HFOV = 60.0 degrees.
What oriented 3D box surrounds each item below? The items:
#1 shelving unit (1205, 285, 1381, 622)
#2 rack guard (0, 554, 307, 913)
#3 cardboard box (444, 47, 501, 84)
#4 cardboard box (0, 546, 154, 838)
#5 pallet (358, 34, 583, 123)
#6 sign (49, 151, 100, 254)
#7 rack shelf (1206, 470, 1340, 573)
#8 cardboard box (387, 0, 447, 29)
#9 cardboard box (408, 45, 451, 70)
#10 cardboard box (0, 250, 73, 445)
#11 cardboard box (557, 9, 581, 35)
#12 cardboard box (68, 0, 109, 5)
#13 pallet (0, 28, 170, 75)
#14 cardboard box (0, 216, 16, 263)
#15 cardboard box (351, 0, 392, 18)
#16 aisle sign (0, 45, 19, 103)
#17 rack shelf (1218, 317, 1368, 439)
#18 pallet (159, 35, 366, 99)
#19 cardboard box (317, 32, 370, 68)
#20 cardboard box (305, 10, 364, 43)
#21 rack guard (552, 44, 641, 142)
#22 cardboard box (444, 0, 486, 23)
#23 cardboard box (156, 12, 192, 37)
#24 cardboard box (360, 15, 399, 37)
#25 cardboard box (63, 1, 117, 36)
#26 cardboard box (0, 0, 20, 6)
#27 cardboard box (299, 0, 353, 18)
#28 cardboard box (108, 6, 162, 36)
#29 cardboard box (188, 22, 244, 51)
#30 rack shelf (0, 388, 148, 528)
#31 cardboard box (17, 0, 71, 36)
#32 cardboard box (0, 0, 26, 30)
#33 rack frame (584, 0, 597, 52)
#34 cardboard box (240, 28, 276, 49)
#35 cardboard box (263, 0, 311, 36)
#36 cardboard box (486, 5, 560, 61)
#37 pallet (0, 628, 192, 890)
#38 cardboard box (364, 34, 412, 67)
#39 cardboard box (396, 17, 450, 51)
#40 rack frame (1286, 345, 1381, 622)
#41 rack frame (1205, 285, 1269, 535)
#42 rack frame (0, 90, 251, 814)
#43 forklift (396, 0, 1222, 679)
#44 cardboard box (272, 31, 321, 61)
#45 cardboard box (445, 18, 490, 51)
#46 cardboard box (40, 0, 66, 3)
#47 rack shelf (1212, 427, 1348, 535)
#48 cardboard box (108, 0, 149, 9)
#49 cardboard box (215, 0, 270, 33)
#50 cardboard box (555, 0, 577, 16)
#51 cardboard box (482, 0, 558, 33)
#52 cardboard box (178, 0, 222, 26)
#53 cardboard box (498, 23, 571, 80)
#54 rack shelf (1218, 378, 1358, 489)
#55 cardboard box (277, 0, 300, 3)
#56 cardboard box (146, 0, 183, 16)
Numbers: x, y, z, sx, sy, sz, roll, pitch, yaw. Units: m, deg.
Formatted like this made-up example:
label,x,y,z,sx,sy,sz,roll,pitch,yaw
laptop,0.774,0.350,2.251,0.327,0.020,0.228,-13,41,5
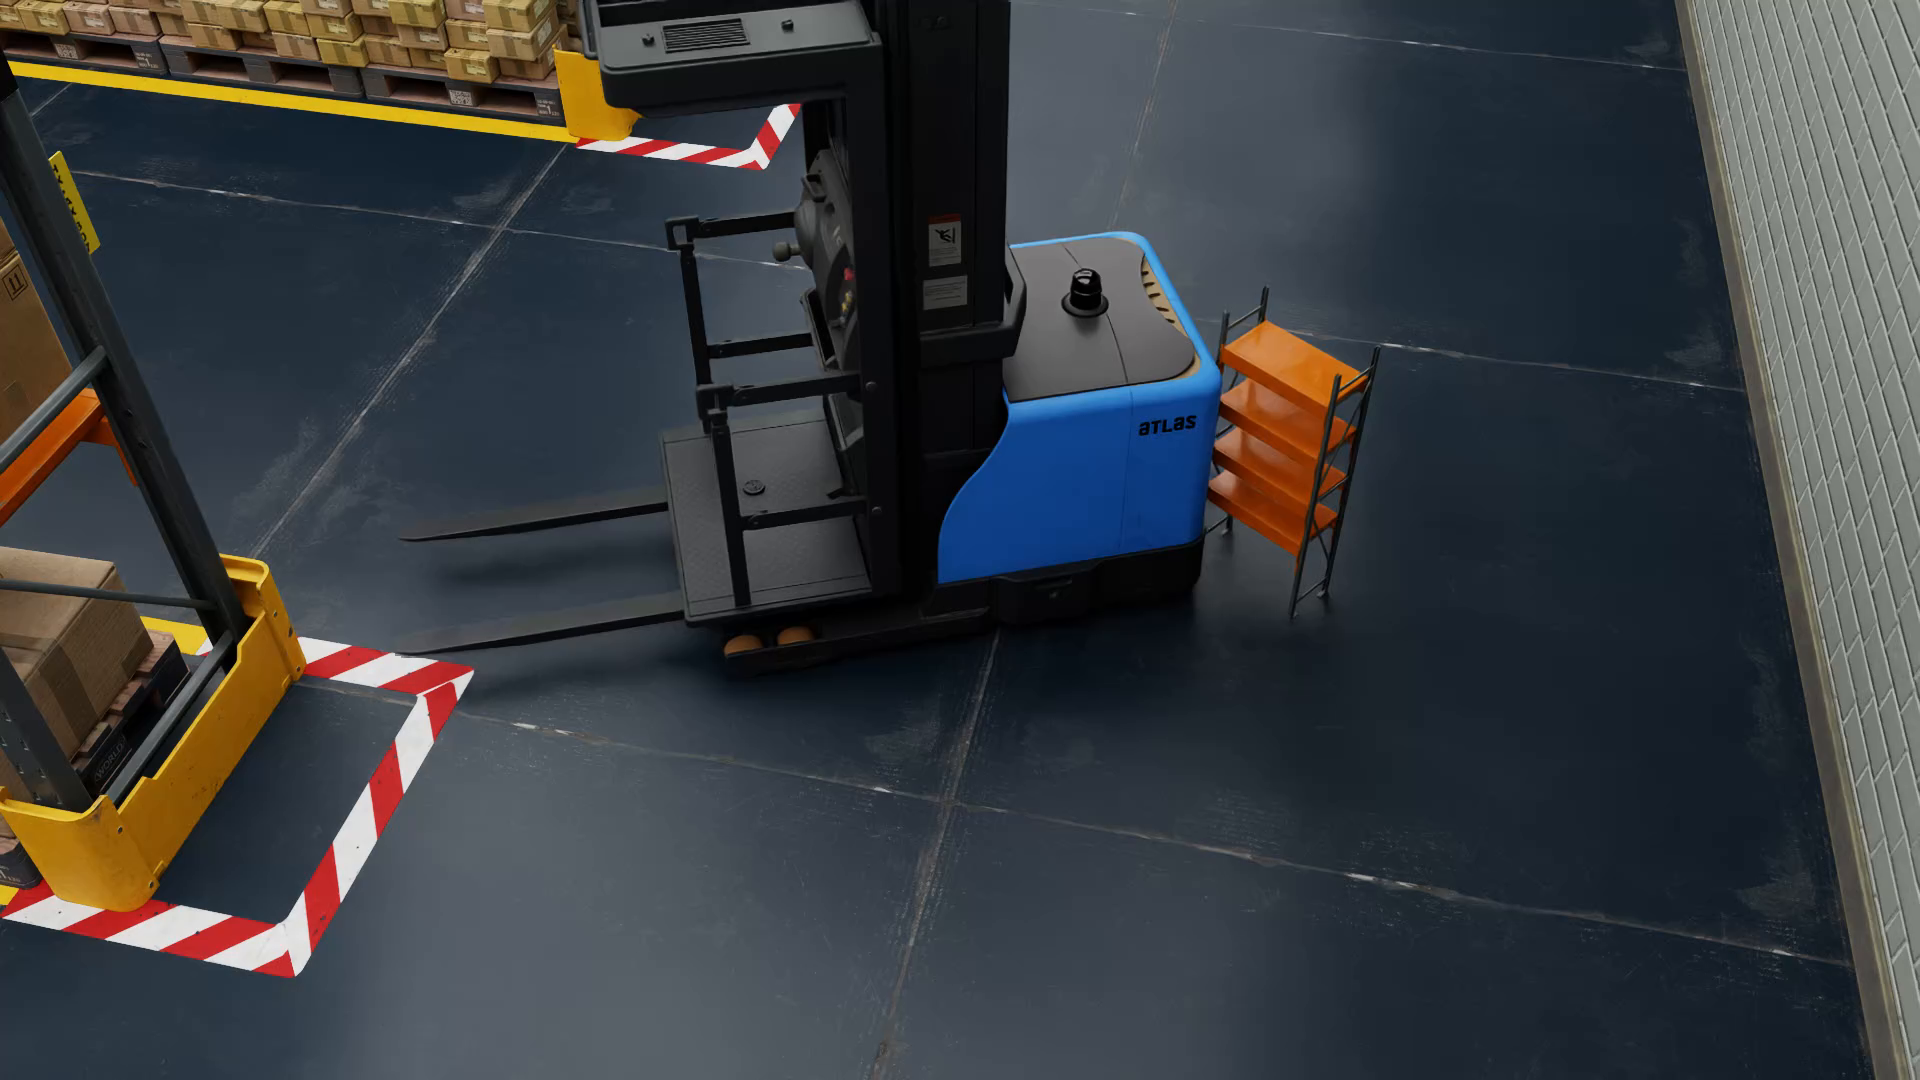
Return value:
label,x,y,z,sx,sy,sz,roll,pitch,yaw
shelving unit,1.186,-0.300,6.196,0.258,1.200,0.503,-33,53,-30
rack guard,-2.741,0.634,5.731,0.348,0.500,1.175,9,45,9
cardboard box,-2.614,-2.669,9.112,0.250,0.149,0.380,10,45,10
cardboard box,-3.430,0.469,5.644,0.875,0.438,0.875,7,44,8
pallet,-2.641,-2.789,9.496,1.213,0.211,1.003,9,45,9
sign,-2.637,-0.985,4.929,0.005,0.325,0.100,9,45,9
rack shelf,1.186,-0.108,6.380,0.258,0.148,0.480,-33,53,-30
cardboard box,-2.867,-2.913,8.937,0.250,0.149,0.380,8,44,8
cardboard box,-2.853,-2.767,9.215,0.250,0.149,0.380,9,45,9
cardboard box,-3.170,-0.573,5.110,0.500,0.500,0.500,9,45,9
cardboard box,-2.223,-3.056,9.515,0.250,0.149,0.380,10,45,10
cardboard box,-4.889,-3.211,9.461,0.250,0.149,0.380,9,45,9
pallet,-5.022,-3.159,9.880,1.213,0.211,1.003,9,45,9
cardboard box,-3.170,-0.932,4.762,0.500,0.500,0.500,8,44,8
cardboard box,-3.106,-2.995,9.022,0.250,0.149,0.380,7,44,7
aisle sign,-2.631,-1.392,4.159,0.004,0.787,0.394,9,45,9
rack shelf,1.186,-0.583,5.924,0.258,0.148,0.480,-33,53,-30
pallet,-3.828,-2.975,9.689,1.213,0.211,1.003,9,45,9
cardboard box,-3.359,-2.792,9.240,0.250,0.149,0.380,7,44,7
cardboard box,-3.375,-2.901,9.139,0.250,0.149,0.380,9,45,10
rack guard,-1.856,-2.746,9.243,0.348,0.500,1.175,9,45,9
cardboard box,-2.586,-2.960,8.986,0.250,0.149,0.380,10,45,10
cardboard box,-4.358,-3.028,9.486,0.250,0.149,0.380,7,44,7
cardboard box,-3.106,-2.941,9.181,0.250,0.149,0.380,8,45,9
cardboard box,-4.886,-3.050,9.509,0.250,0.149,0.380,9,45,9
cardboard box,-5.401,-3.201,9.451,0.250,0.149,0.380,11,45,11
cardboard box,-3.380,-2.998,9.026,0.250,0.149,0.380,10,45,11
cardboard box,-4.628,-3.045,9.504,0.250,0.149,0.380,8,44,8
cardboard box,-4.125,-2.924,9.378,0.250,0.149,0.380,8,44,8
rack shelf,-4.716,-0.314,5.432,4.000,0.370,1.077,9,45,9
cardboard box,-5.140,-3.052,9.511,0.250,0.149,0.380,10,45,10
cardboard box,-5.400,-3.093,9.553,0.250,0.149,0.380,7,44,7
rack frame,-1.782,-3.635,8.364,0.127,3.000,1.000,9,45,9
cardboard box,-3.852,-2.936,9.390,0.250,0.149,0.380,10,45,10
cardboard box,-3.621,-2.952,9.193,0.250,0.149,0.380,11,45,11
cardboard box,-2.359,-2.754,8.986,0.250,0.149,0.380,8,44,8
pallet,-3.561,0.666,5.906,1.213,0.211,1.003,9,45,9
cardboard box,-3.097,-2.795,9.244,0.250,0.149,0.380,9,45,9
cardboard box,-2.867,-2.831,9.067,0.250,0.149,0.380,7,44,7
rack frame,1.354,-0.177,6.068,0.240,1.200,0.015,-33,53,-30
rack frame,1.019,-0.422,6.324,0.240,1.200,0.015,-33,53,-30
rack frame,-2.764,-0.270,4.868,0.127,3.000,1.000,9,45,9
forklift,-0.634,-0.945,5.619,3.031,2.935,1.130,-9,45,-9
cardboard box,-3.622,-2.847,9.297,0.250,0.149,0.380,10,45,10
cardboard box,-2.602,-2.830,9.065,0.250,0.149,0.380,8,44,8
cardboard box,-5.135,-3.223,9.474,0.250,0.149,0.380,9,45,9
rack shelf,1.186,-0.251,6.243,0.258,0.148,0.480,-33,53,-30
cardboard box,-4.626,-3.168,9.417,0.250,0.149,0.380,7,44,7
cardboard box,-3.896,-2.975,9.216,0.250,0.149,0.380,9,45,9
cardboard box,-2.237,-3.120,9.367,0.250,0.149,0.380,11,45,11
cardboard box,-2.354,-2.883,8.906,0.250,0.149,0.380,9,45,10
cardboard box,-4.131,-3.029,9.273,0.250,0.149,0.380,9,45,9
cardboard box,-2.341,-2.698,9.143,0.250,0.149,0.380,10,45,10
rack shelf,1.186,-0.412,6.088,0.258,0.148,0.480,-33,53,-30
cardboard box,-3.613,-3.113,9.145,0.250,0.149,0.380,7,44,8
cardboard box,-4.363,-3.111,9.357,0.250,0.149,0.380,11,45,11
